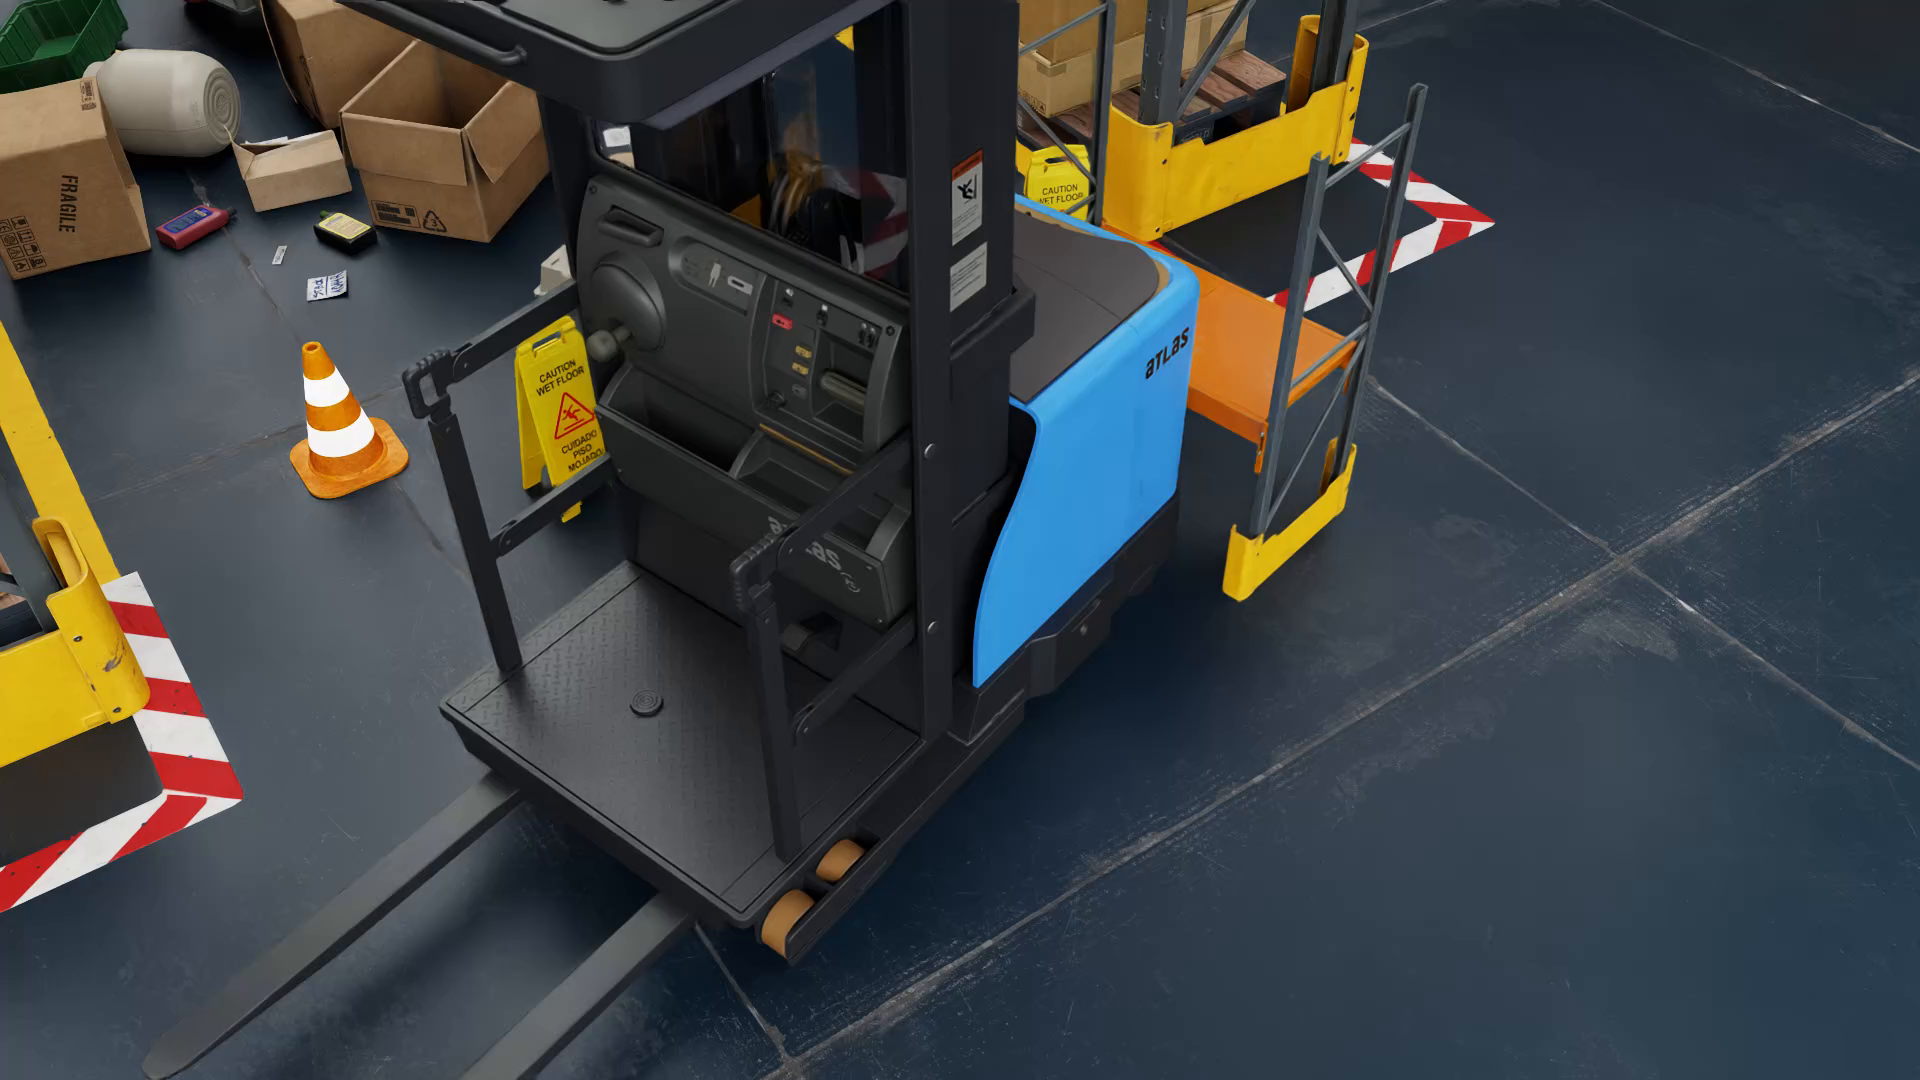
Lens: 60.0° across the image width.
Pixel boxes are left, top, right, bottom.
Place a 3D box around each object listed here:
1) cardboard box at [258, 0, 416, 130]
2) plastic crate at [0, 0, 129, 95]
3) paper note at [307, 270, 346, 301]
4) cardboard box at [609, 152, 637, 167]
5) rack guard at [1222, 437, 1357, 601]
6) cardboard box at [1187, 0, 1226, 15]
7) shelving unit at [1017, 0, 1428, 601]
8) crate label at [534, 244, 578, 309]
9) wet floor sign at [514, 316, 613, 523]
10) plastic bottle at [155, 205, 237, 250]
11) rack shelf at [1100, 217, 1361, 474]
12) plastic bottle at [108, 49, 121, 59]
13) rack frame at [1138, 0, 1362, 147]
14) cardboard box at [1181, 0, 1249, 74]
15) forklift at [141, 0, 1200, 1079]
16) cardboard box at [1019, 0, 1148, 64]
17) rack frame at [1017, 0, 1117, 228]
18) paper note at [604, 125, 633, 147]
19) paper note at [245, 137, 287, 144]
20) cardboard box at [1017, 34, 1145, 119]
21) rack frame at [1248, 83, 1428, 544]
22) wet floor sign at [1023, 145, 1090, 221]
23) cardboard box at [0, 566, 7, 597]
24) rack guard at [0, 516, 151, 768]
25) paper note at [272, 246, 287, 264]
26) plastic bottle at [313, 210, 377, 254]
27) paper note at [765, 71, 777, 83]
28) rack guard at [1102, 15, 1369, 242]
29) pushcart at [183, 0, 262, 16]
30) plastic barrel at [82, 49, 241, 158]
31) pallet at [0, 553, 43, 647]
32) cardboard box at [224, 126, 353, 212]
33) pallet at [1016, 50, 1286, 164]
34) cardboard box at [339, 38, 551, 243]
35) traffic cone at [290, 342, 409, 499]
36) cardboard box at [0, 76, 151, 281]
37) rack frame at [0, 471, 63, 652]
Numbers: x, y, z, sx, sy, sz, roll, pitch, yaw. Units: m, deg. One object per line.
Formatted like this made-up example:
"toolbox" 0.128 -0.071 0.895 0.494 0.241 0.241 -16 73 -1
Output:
"cardboard box" -2.512 -2.174 7.065 0.797 0.637 0.503 -26 49 -24
"plastic crate" -4.005 -2.182 7.359 0.450 0.188 0.662 -11 44 3
"paper note" -2.372 -0.955 6.229 0.144 0.017 0.142 -10 45 -11
"cardboard box" -1.295 -1.420 6.629 0.380 0.149 0.250 -3 44 -4
"rack guard" 1.020 -0.069 5.142 0.087 0.250 0.587 32 52 29
"cardboard box" 0.863 -2.515 6.856 0.500 0.500 0.500 -27 50 -26
"shelving unit" 0.651 -0.753 4.952 1.083 1.500 0.587 32 52 29
"crate label" -1.409 -0.995 6.193 0.298 0.136 0.250 18 47 18
"wet floor sign" -1.250 -0.408 5.211 0.267 0.644 0.232 -35 53 -31
"plastic bottle" -2.982 -1.239 6.504 0.133 0.061 0.283 26 49 25
"rack shelf" 0.658 -0.618 5.072 1.000 0.185 0.538 32 52 29
"plastic bottle" -3.783 -2.137 7.444 0.283 0.061 0.133 18 47 18
"rack frame" 1.111 -2.507 5.704 1.000 3.000 0.127 -26 49 -24
"cardboard box" 0.877 -2.230 7.101 0.500 0.250 0.500 -26 49 -25
"forklift" -0.635 -0.411 3.558 1.130 2.935 3.031 28 50 26
"cardboard box" 0.439 -2.286 6.617 0.500 0.500 0.500 -25 49 -24
"rack frame" 0.282 -0.984 5.195 0.032 1.500 0.500 32 52 29
"paper note" -1.425 -1.718 7.036 0.148 0.019 0.142 -10 45 -11
"paper note" -2.901 -1.637 6.948 0.172 0.023 0.155 -10 45 -11
"cardboard box" 0.414 -2.029 6.891 0.500 0.250 0.500 -26 49 -25
"rack frame" 1.034 -0.512 4.701 0.032 1.500 0.500 32 52 29
"wet floor sign" 0.342 -1.125 5.961 0.267 0.644 0.232 -10 45 -11
"cardboard box" -3.333 -0.236 4.559 0.875 0.875 0.875 -25 49 -24
"rack guard" -2.877 0.423 4.444 1.175 0.500 0.348 -26 49 -24
"paper note" -2.615 -1.096 6.390 0.032 0.001 0.123 -3 44 -4
"plastic bottle" -2.413 -1.206 6.469 0.283 0.061 0.133 26 49 25
"paper note" -0.912 -2.067 7.393 0.148 0.019 0.142 26 49 25
"rack guard" 1.068 -1.646 6.612 1.175 0.500 0.348 -26 49 -24
"pushcart" -3.019 -2.895 8.009 0.936 0.377 1.648 26 49 25
"plastic barrel" -3.272 -1.791 6.820 0.512 0.421 0.421 4 44 4
"pallet" -3.413 0.092 5.000 1.003 0.211 1.213 -26 49 -24
"cardboard box" -2.685 -1.525 6.655 0.396 0.266 0.258 -18 46 -18
"pallet" 0.632 -2.015 7.208 1.003 0.211 1.213 -26 49 -24
"cardboard box" -1.970 -1.599 6.560 0.637 0.503 0.797 11 45 11
"traffic cone" -2.030 -0.438 5.374 0.336 0.463 0.334 -26 49 -24
"cardboard box" -3.449 -1.383 6.334 0.500 0.500 0.500 -18 46 -18
"rack frame" -2.891 -0.494 3.595 1.000 3.000 0.127 -26 49 -24
